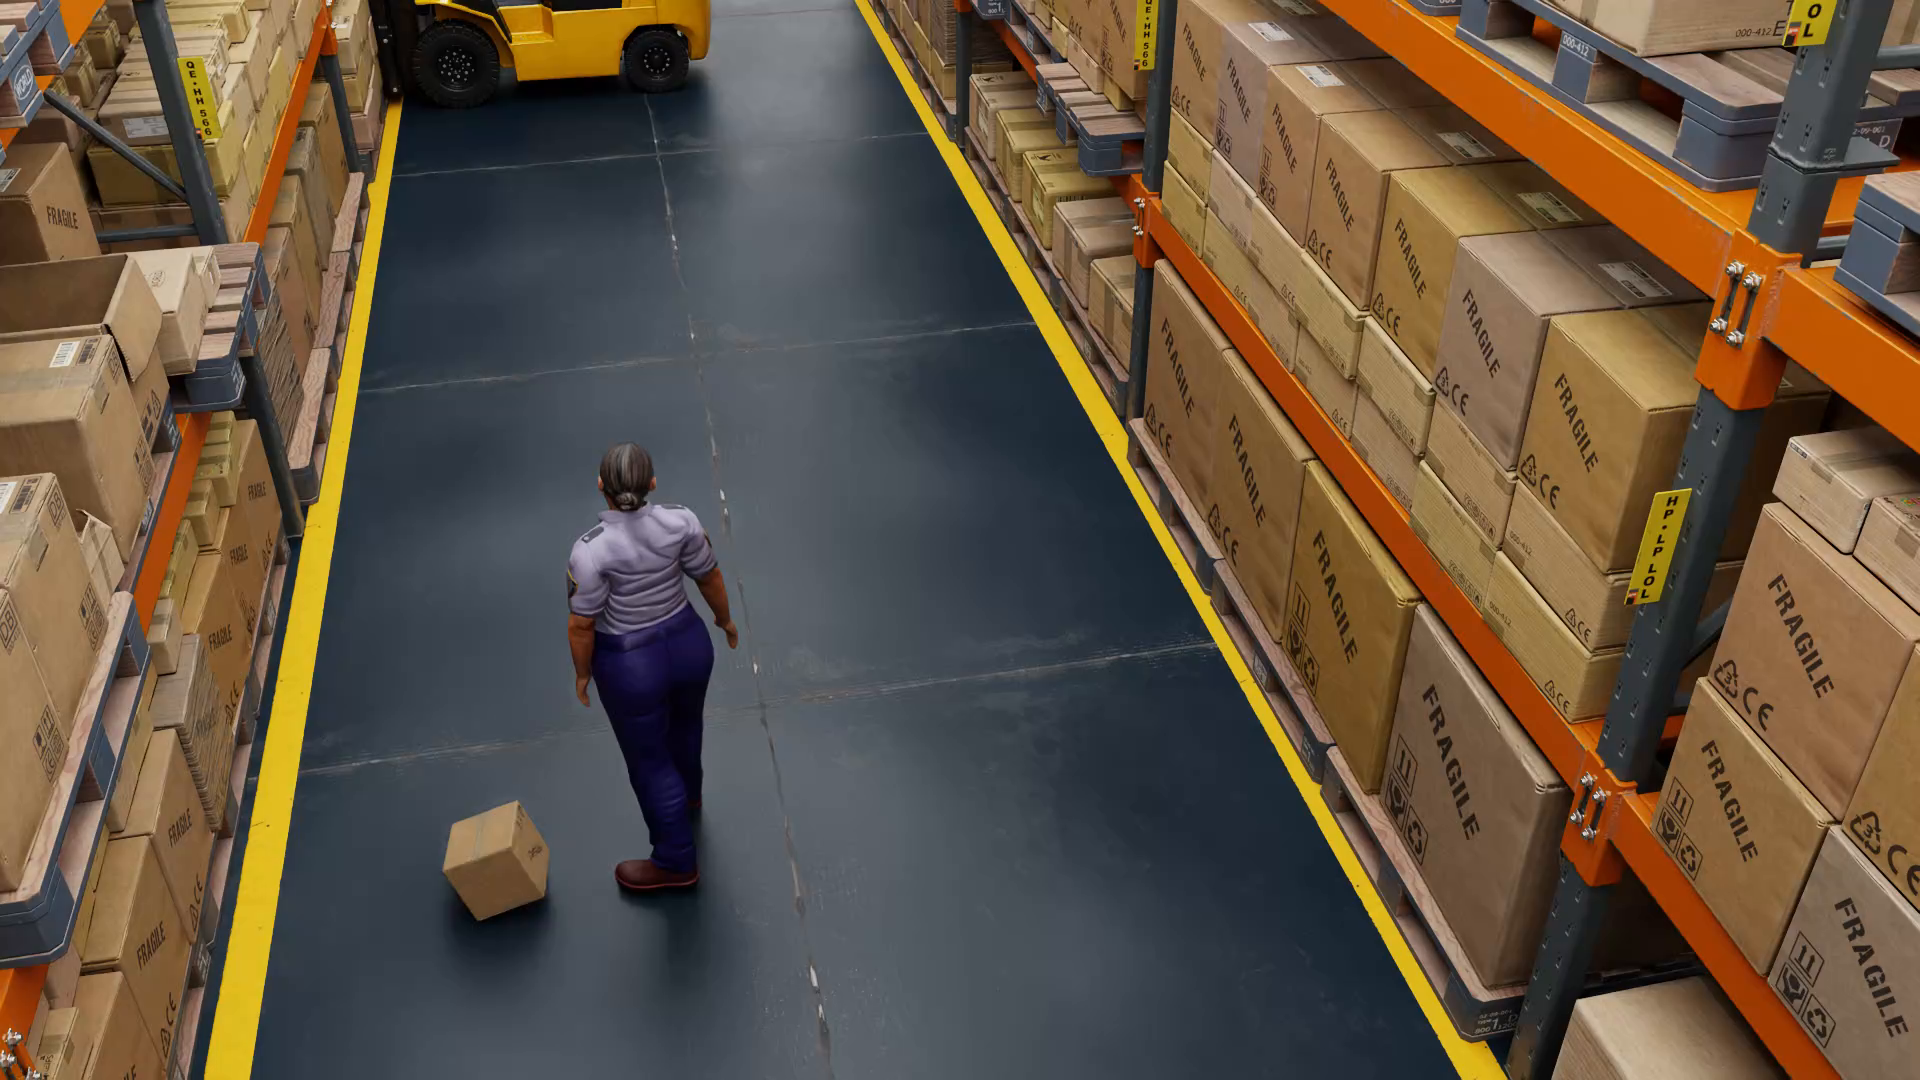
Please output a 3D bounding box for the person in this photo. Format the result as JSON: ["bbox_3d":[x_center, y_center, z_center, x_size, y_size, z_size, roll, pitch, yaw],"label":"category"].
[{"bbox_3d":[-1.034,0.372,5.598,0.625,1.633,0.618,-26,42,-32],"label":"person"}]
